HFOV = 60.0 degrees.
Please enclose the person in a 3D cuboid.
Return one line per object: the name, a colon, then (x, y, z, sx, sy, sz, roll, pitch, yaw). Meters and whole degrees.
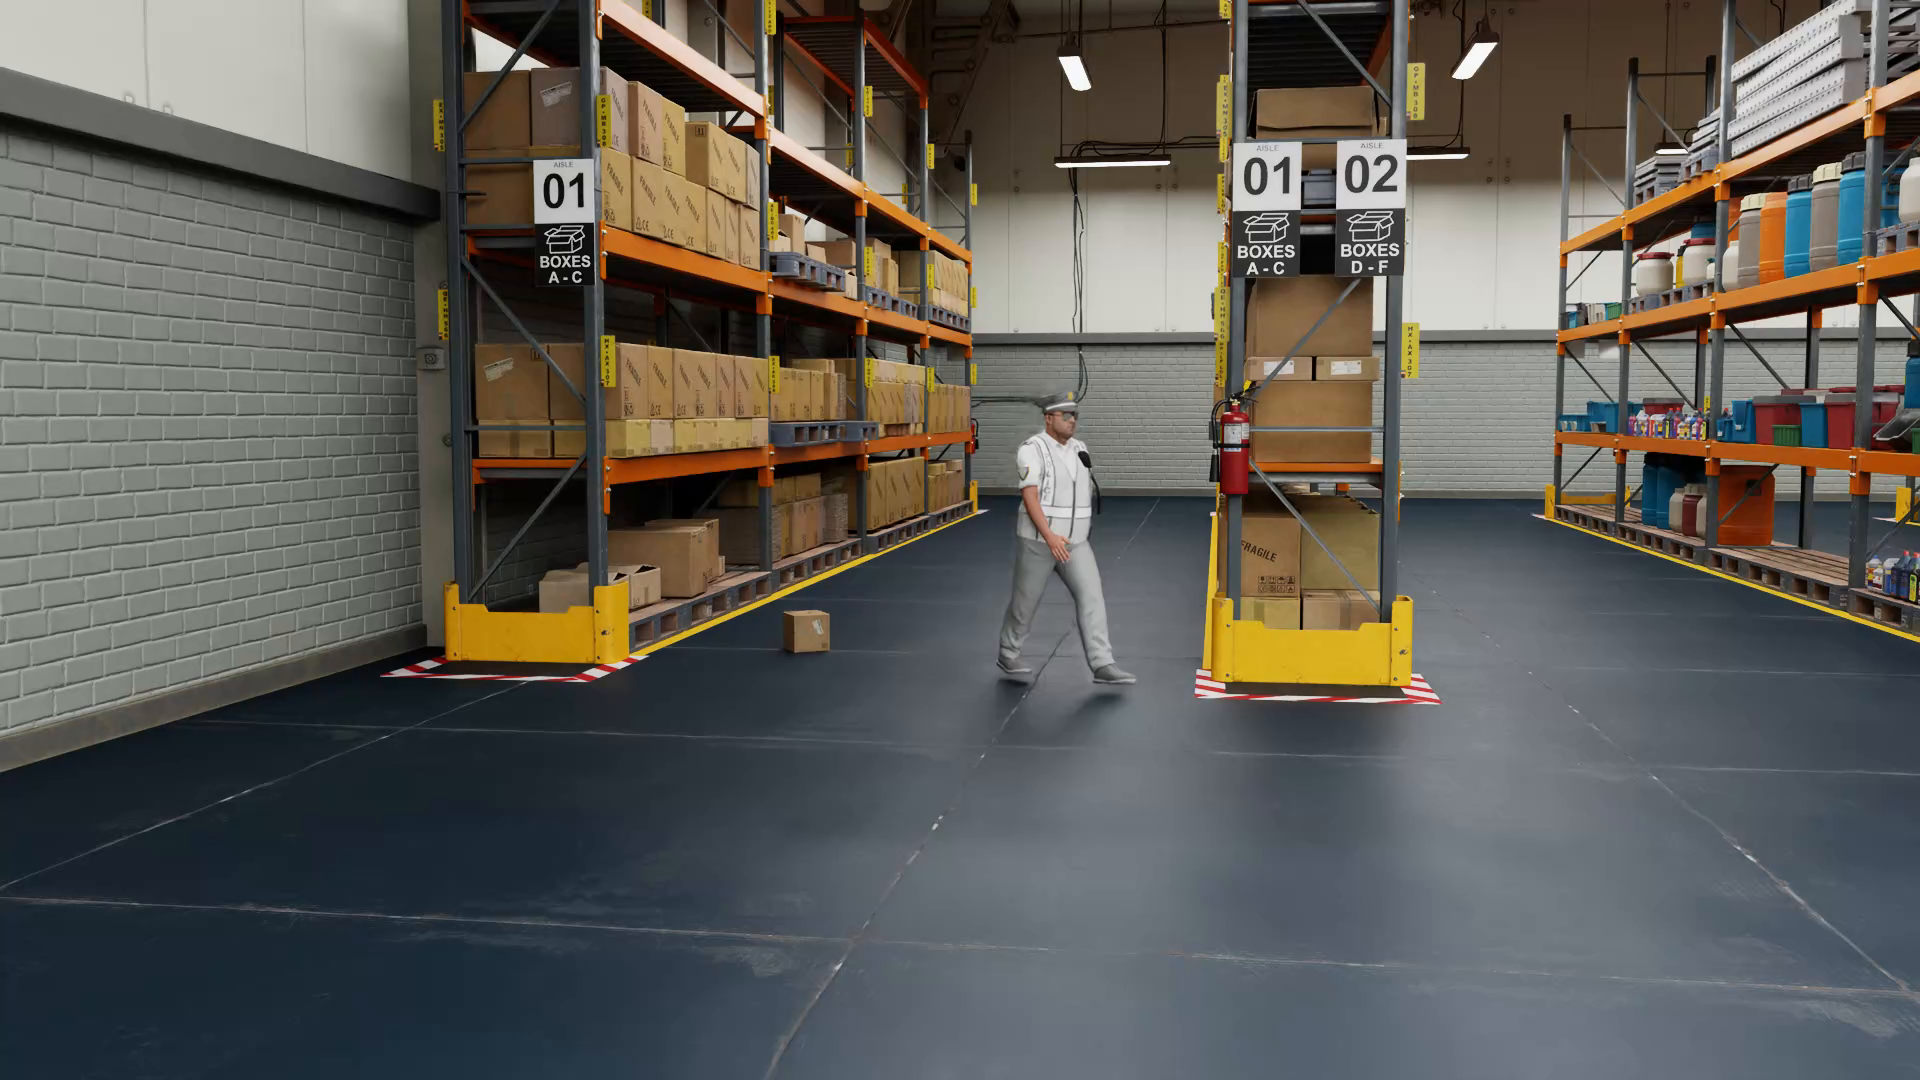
person: (0.594, -0.023, 9.662, 0.535, 1.698, 1.073, -2, 5, -29)
